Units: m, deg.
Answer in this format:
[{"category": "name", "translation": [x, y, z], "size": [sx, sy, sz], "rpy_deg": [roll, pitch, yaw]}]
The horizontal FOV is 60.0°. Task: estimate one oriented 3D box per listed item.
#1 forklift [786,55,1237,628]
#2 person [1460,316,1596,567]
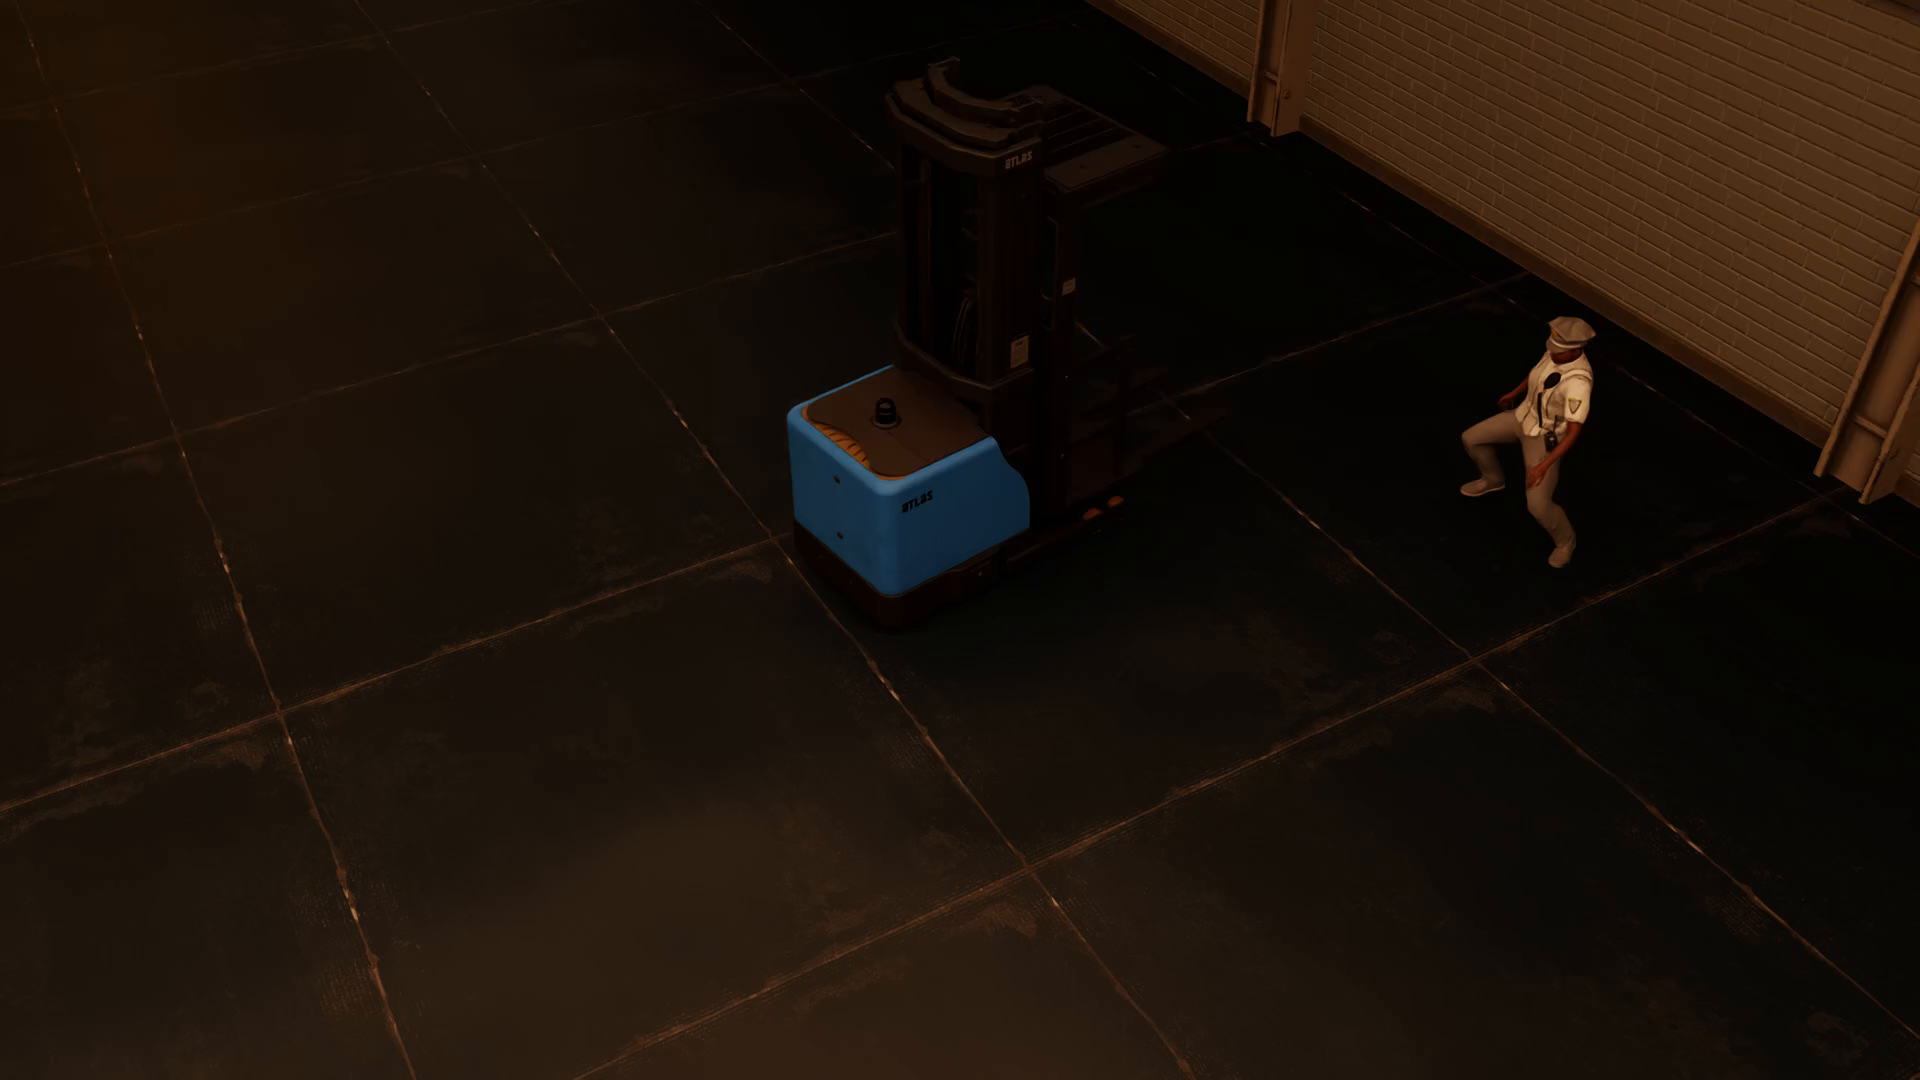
[{"category": "forklift", "translation": [0.450, -1.400, 9.724], "size": [3.031, 2.935, 1.130], "rpy_deg": [-27, 47, -29]}, {"category": "person", "translation": [3.465, -0.640, 9.930], "size": [0.645, 1.546, 0.875], "rpy_deg": [-4, 40, -4]}]
